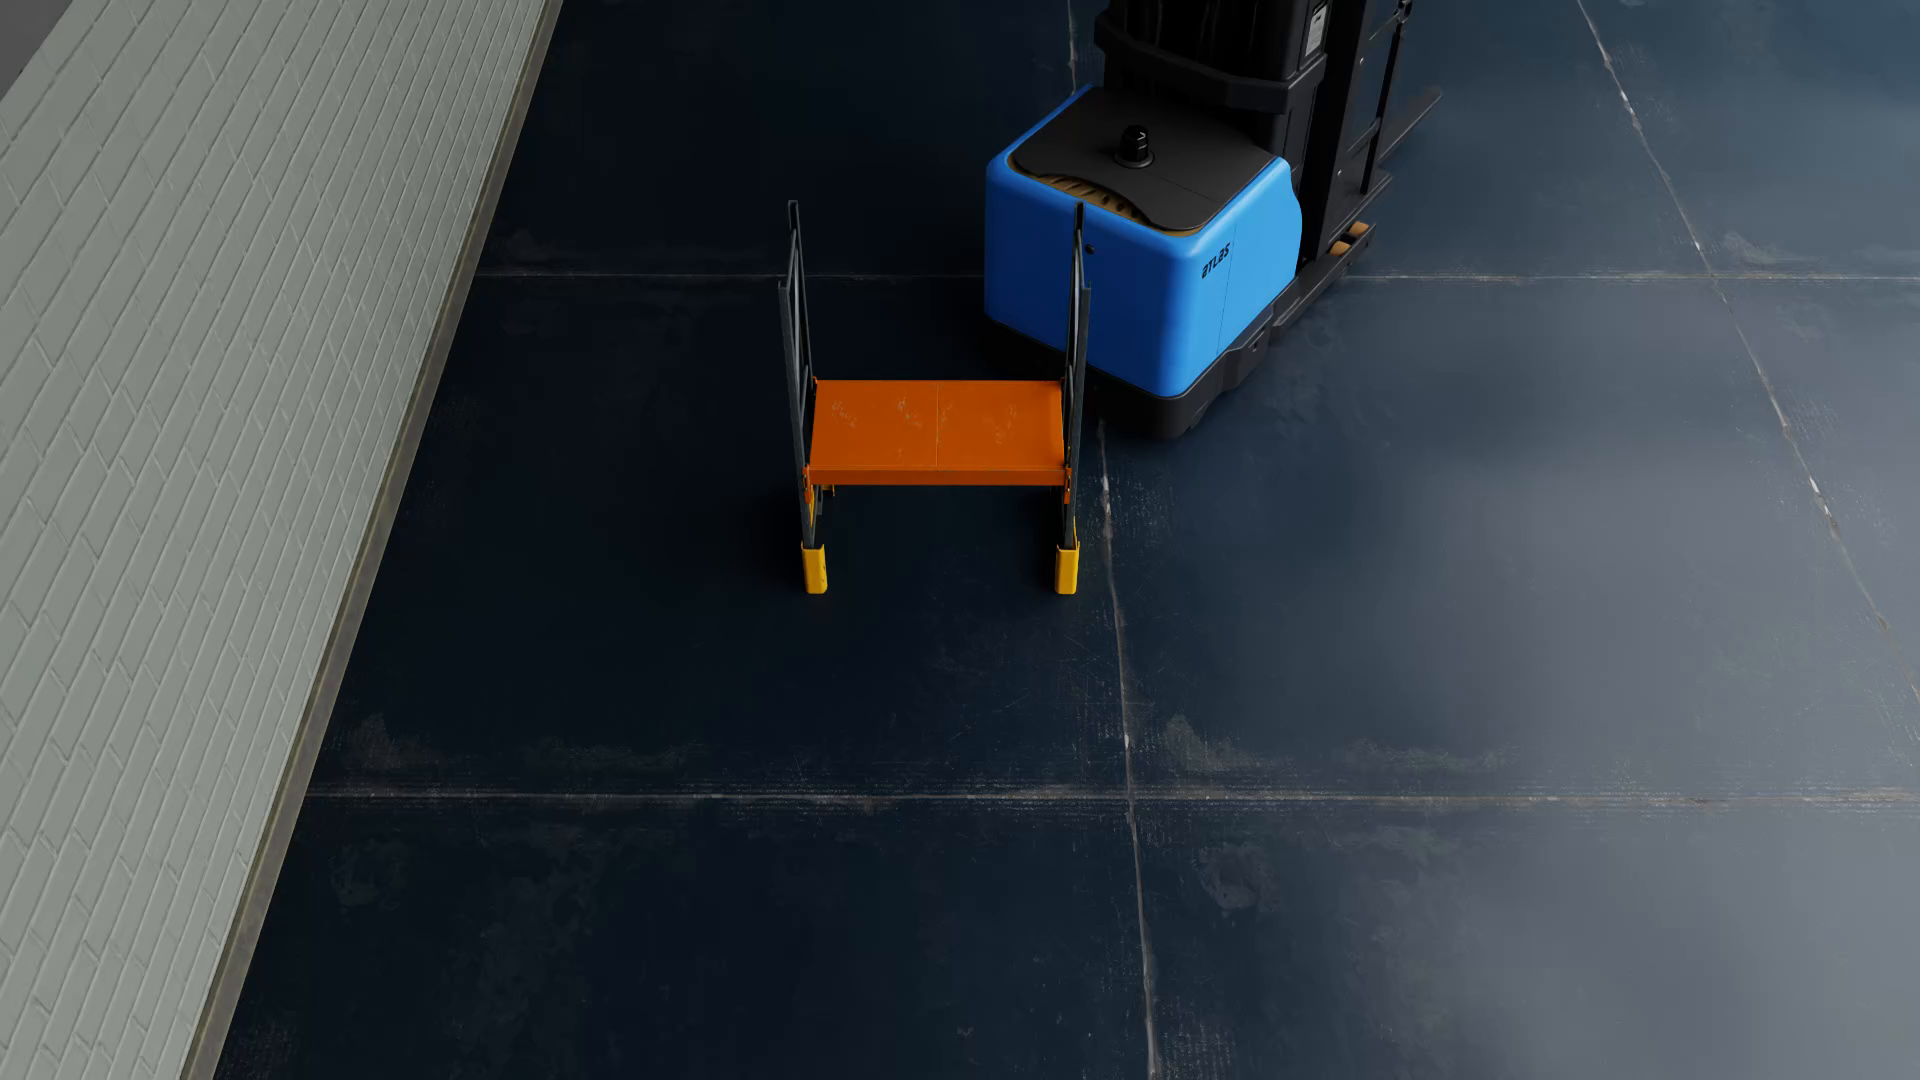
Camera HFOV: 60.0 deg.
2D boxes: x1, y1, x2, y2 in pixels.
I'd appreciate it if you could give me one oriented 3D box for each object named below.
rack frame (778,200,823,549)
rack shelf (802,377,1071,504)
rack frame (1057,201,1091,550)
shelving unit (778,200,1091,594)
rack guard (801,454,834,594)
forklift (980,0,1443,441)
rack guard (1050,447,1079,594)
[{"bbox_3d":[-0.594,-0.513,6.283,0.032,1.500,0.500,0,47,0],"label":"rack frame"},{"bbox_3d":[-0.085,-0.389,6.414,1.000,0.185,0.538,0,47,0],"label":"rack shelf"},{"bbox_3d":[0.423,-0.510,6.281,0.032,1.500,0.500,0,47,0],"label":"rack frame"},{"bbox_3d":[-0.076,-0.511,6.282,1.083,1.500,0.587,0,47,0],"label":"shelving unit"},{"bbox_3d":[-0.574,-0.087,6.741,0.087,0.250,0.587,0,47,0],"label":"rack guard"},{"bbox_3d":[1.368,-2.462,7.120,1.130,2.935,3.031,28,53,24],"label":"forklift"},{"bbox_3d":[0.422,-0.084,6.738,0.087,0.250,0.587,0,47,0],"label":"rack guard"}]
